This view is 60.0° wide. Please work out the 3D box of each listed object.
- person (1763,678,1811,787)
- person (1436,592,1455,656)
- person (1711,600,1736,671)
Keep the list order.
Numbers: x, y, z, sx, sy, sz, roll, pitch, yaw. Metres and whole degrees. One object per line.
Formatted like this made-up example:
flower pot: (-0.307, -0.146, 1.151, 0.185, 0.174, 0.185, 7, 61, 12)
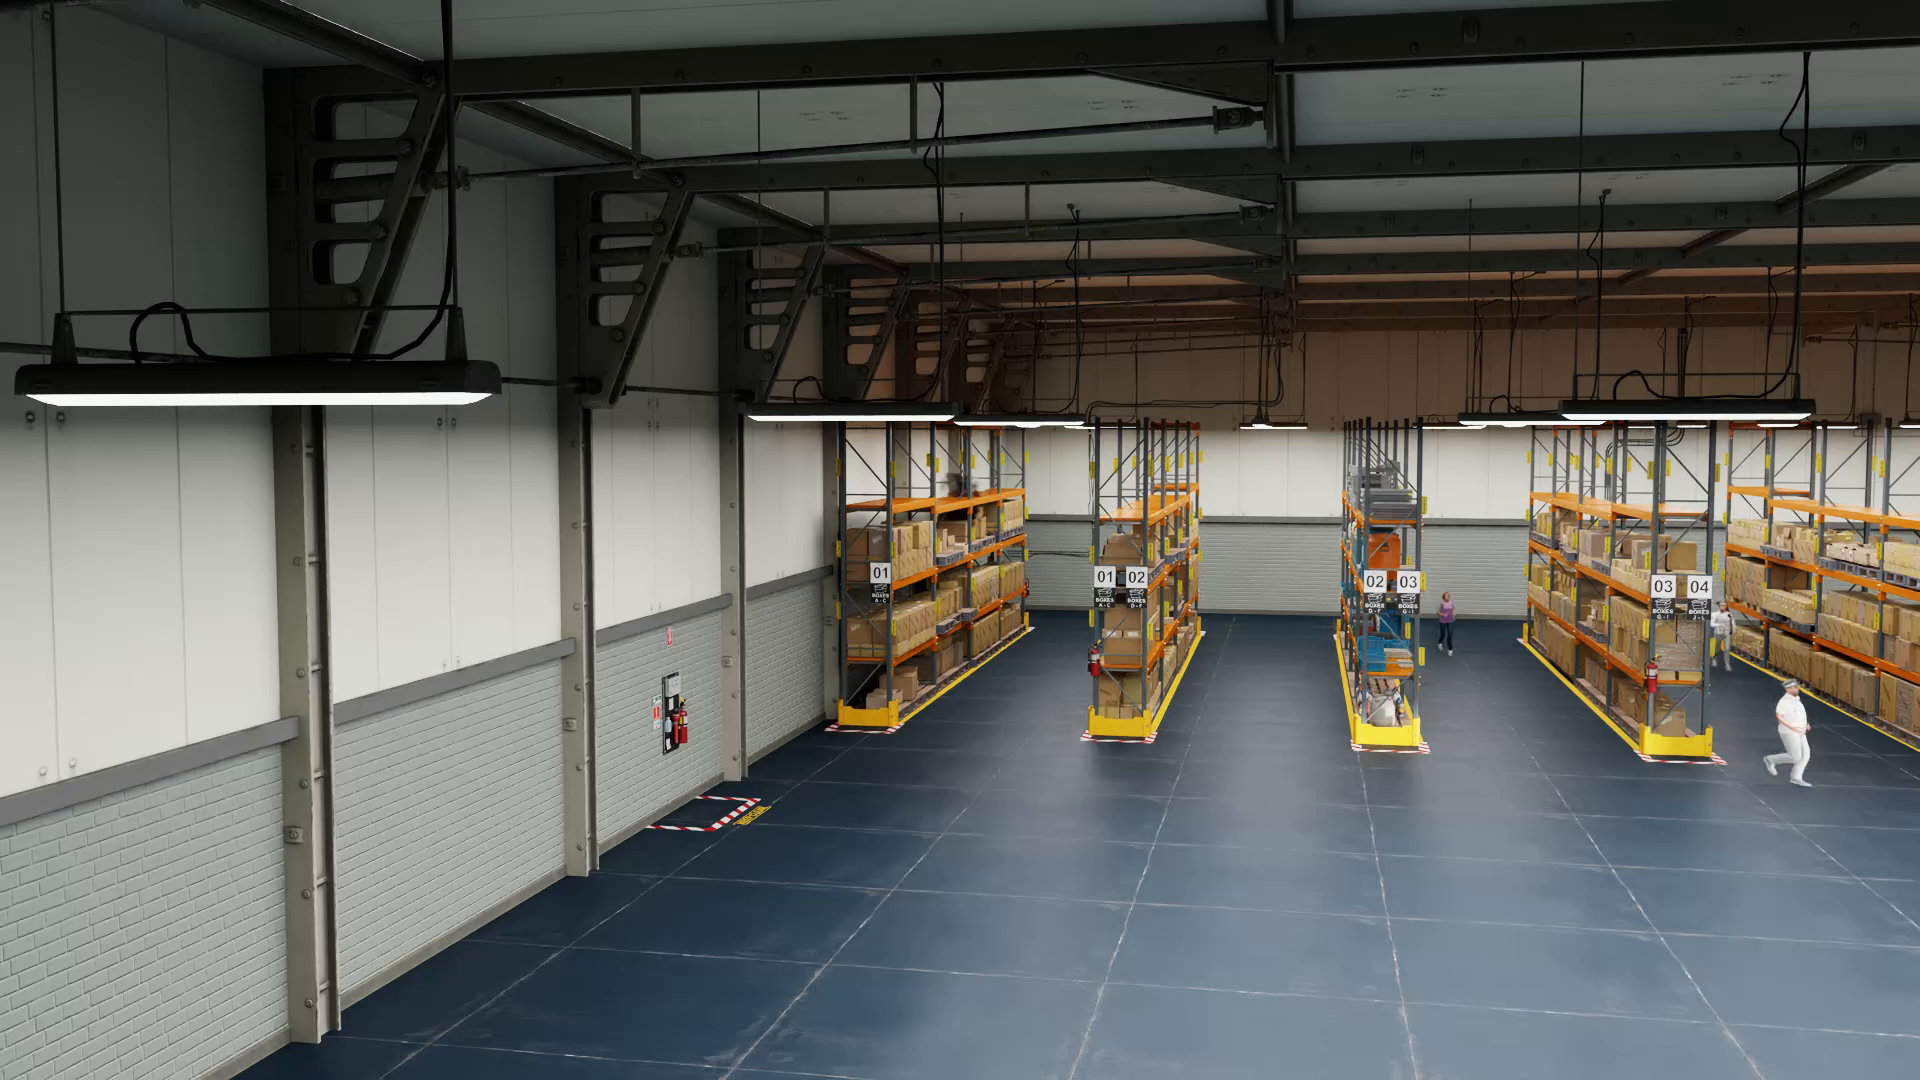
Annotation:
person: (13.498, 3.111, 27.069, 0.680, 1.764, 0.707, -4, 5, -44)
person: (12.519, 2.137, 42.868, 0.538, 1.605, 0.877, 0, 4, -2)
person: (18.289, 2.262, 39.849, 0.625, 1.648, 1.036, 1, 4, 12)
